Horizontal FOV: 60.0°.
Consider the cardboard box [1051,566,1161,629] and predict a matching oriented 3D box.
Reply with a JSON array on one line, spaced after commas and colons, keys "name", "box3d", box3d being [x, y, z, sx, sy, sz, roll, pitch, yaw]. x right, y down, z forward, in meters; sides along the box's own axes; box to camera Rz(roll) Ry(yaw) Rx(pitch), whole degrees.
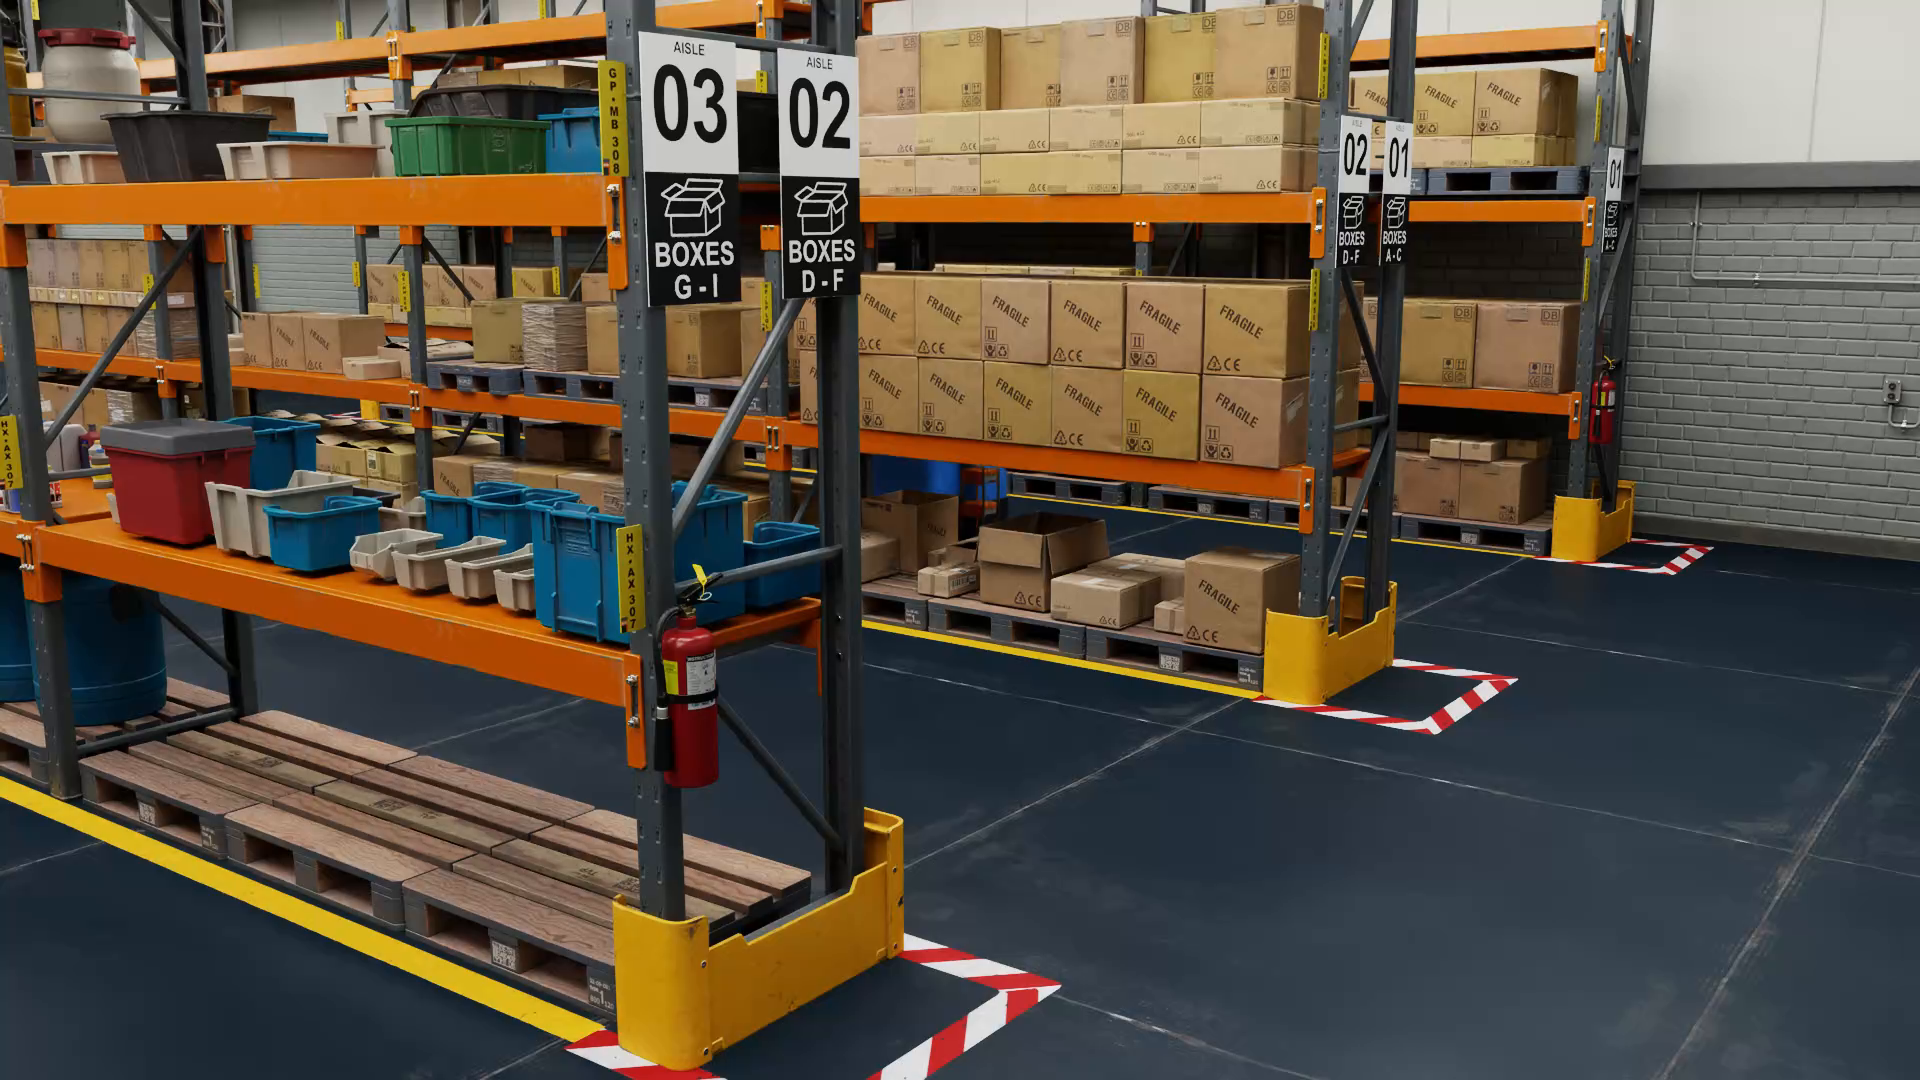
[{"name": "cardboard box", "box3d": [0.910, 0.355, 10.381, 0.500, 0.250, 0.500, 8, 13, 36]}]

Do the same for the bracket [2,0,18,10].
[{"name": "bracket", "box3d": [-16.196, -9.217, 28.502, 0.430, 0.232, 0.235, 8, 13, 36]}]

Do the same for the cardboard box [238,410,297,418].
[{"name": "cardboard box", "box3d": [-6.934, -1.124, 16.598, 0.500, 0.311, 0.500, 8, 13, 36]}]

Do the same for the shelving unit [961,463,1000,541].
[{"name": "shelving unit", "box3d": [0.167, -0.486, 13.780, 0.252, 1.050, 0.215, 10, 15, 41]}]

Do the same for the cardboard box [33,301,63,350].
[{"name": "cardboard box", "box3d": [-9.463, -2.323, 17.877, 0.500, 0.500, 0.700, 8, 14, 36]}]

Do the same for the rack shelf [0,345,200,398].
[{"name": "rack shelf", "box3d": [-9.042, -1.865, 17.669, 4.000, 0.370, 1.077, 8, 13, 36]}]

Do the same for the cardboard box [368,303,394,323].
[{"name": "cardboard box", "box3d": [-7.520, -3.035, 22.162, 0.500, 0.250, 0.500, 7, 13, 34]}]

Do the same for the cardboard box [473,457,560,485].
[{"name": "cardboard box", "box3d": [-3.583, -0.380, 13.519, 0.500, 0.500, 0.500, 7, 13, 33]}]

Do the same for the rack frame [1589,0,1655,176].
[{"name": "rack frame", "box3d": [5.171, -4.349, 12.817, 0.127, 3.000, 1.000, 8, 13, 36]}]

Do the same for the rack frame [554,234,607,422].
[{"name": "rack frame", "box3d": [-4.501, -2.753, 20.360, 0.127, 3.000, 1.000, 8, 13, 36]}]

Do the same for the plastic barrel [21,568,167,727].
[{"name": "plastic barrel", "box3d": [-4.345, 0.424, 8.361, 0.708, 0.901, 0.600, 8, 13, 36]}]

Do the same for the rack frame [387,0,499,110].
[{"name": "rack frame", "box3d": [-4.206, -4.489, 13.544, 0.127, 3.000, 1.000, 8, 13, 36]}]

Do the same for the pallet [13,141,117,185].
[{"name": "pallet", "box3d": [-4.607, -1.790, 7.983, 1.003, 0.211, 1.213, 8, 13, 36]}]

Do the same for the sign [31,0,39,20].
[{"name": "sign", "box3d": [-10.321, -5.968, 18.518, 0.005, 0.325, 0.100, 8, 13, 36]}]

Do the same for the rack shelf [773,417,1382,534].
[{"name": "rack shelf", "box3d": [0.630, -0.516, 10.695, 4.000, 0.370, 1.077, 8, 13, 36]}]

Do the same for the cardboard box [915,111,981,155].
[{"name": "cardboard box", "box3d": [0.063, -2.532, 10.403, 0.500, 0.250, 0.500, 8, 13, 36]}]

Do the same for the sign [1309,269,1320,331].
[{"name": "sign", "box3d": [1.897, -1.286, 8.897, 0.005, 0.325, 0.100, 8, 13, 36]}]

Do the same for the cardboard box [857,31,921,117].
[{"name": "cardboard box", "box3d": [-0.248, -2.980, 10.745, 0.500, 0.500, 0.700, 8, 13, 36]}]

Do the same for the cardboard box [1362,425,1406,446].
[{"name": "cardboard box", "box3d": [3.744, -0.923, 14.671, 0.250, 0.149, 0.380, 8, 14, 36]}]

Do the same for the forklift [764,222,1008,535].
[{"name": "forklift", "box3d": [-1.011, -1.628, 14.728, 3.031, 2.935, 1.130, 10, 15, 41]}]

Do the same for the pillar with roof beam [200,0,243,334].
[{"name": "pillar with roof beam", "box3d": [-14.033, -6.217, 22.473, 0.400, 9.000, 9.100, 8, 13, 36]}]

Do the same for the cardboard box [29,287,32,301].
[{"name": "cardboard box", "box3d": [-9.849, -2.648, 17.847, 0.250, 0.149, 0.380, 8, 13, 35]}]

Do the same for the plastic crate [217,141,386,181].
[{"name": "plastic crate", "box3d": [-2.505, -1.424, 6.292, 0.530, 0.136, 0.437, 8, 13, 36]}]

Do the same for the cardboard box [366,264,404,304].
[{"name": "cardboard box", "box3d": [-7.518, -3.407, 22.111, 0.500, 0.500, 0.500, 8, 14, 36]}]

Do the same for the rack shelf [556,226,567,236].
[{"name": "rack shelf", "box3d": [-2.889, -3.647, 18.982, 4.000, 0.370, 1.077, 8, 13, 36]}]

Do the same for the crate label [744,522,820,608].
[{"name": "crate label", "box3d": [-0.697, 0.088, 5.961, 0.303, 0.233, 0.416, 8, 13, 36]}]

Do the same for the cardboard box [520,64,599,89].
[{"name": "cardboard box", "box3d": [-3.036, -3.392, 12.873, 0.500, 0.500, 0.500, 8, 13, 36]}]

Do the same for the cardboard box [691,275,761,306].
[{"name": "cardboard box", "box3d": [-2.679, -2.756, 18.956, 0.500, 0.500, 0.700, 8, 13, 36]}]

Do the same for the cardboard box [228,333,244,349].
[{"name": "cardboard box", "box3d": [-7.007, -1.871, 16.201, 0.500, 0.250, 0.500, 9, 14, 39]}]

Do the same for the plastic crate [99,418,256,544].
[{"name": "plastic crate", "box3d": [-3.346, -0.259, 7.142, 0.583, 0.464, 0.402, 8, 13, 36]}]

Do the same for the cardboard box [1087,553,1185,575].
[{"name": "cardboard box", "box3d": [1.166, 0.272, 10.806, 0.500, 0.250, 0.500, 8, 13, 36]}]

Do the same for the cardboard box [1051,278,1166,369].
[{"name": "cardboard box", "box3d": [0.892, -1.307, 9.992, 0.500, 0.500, 0.500, 8, 14, 37]}]

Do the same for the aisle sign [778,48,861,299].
[{"name": "aisle sign", "box3d": [-0.459, -1.200, 5.493, 0.004, 0.787, 0.394, 8, 13, 36]}]

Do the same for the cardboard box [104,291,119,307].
[{"name": "cardboard box", "box3d": [-8.399, -2.446, 16.803, 0.250, 0.149, 0.380, 8, 13, 35]}]

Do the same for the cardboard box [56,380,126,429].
[{"name": "cardboard box", "box3d": [-9.146, -1.404, 17.551, 0.500, 0.500, 0.500, 8, 13, 36]}]

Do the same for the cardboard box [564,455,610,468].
[{"name": "cardboard box", "box3d": [-2.896, -0.405, 13.651, 0.500, 0.500, 0.500, 7, 13, 34]}]

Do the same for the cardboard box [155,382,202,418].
[{"name": "cardboard box", "box3d": [-8.026, -1.373, 17.390, 0.500, 0.500, 0.500, 8, 13, 36]}]

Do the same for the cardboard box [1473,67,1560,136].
[{"name": "cardboard box", "box3d": [4.420, -3.466, 13.205, 0.500, 0.500, 0.500, 8, 13, 35]}]

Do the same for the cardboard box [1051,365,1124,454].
[{"name": "cardboard box", "box3d": [0.901, -0.817, 10.093, 0.500, 0.500, 0.500, 8, 14, 36]}]

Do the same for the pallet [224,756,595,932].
[{"name": "pallet", "box3d": [-2.314, 1.246, 7.031, 1.213, 0.211, 1.003, 8, 13, 36]}]

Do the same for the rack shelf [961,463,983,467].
[{"name": "rack shelf", "box3d": [0.167, -0.755, 13.728, 0.240, 0.259, 0.215, 10, 15, 41]}]

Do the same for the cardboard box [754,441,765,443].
[{"name": "cardboard box", "box3d": [-1.888, -1.365, 18.609, 0.500, 0.500, 0.700, 8, 14, 36]}]

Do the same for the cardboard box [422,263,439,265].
[{"name": "cardboard box", "box3d": [-7.219, -3.486, 22.520, 0.500, 0.500, 0.500, 8, 13, 35]}]

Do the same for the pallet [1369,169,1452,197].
[{"name": "pallet", "box3d": [3.579, -3.051, 14.242, 1.213, 0.211, 1.003, 8, 13, 36]}]

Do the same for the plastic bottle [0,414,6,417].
[{"name": "plastic bottle", "box3d": [-5.421, -0.575, 9.412, 0.133, 0.283, 0.061, 8, 13, 36]}]

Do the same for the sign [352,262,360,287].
[{"name": "sign", "box3d": [-8.046, -3.544, 22.173, 0.005, 0.325, 0.100, 8, 13, 36]}]

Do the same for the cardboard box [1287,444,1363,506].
[{"name": "cardboard box", "box3d": [3.304, -0.617, 14.799, 0.500, 0.500, 0.700, 8, 14, 37]}]

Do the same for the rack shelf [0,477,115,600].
[{"name": "rack shelf", "box3d": [-5.529, -0.208, 9.102, 4.000, 0.370, 1.077, 8, 13, 36]}]

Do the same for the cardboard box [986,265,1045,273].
[{"name": "cardboard box", "box3d": [0.602, -2.556, 16.271, 0.500, 0.250, 0.500, 8, 14, 37]}]

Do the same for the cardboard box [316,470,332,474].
[{"name": "cardboard box", "box3d": [-5.596, -0.536, 15.039, 0.500, 0.250, 0.500, 8, 14, 37]}]

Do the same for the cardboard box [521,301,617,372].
[{"name": "cardboard box", "box3d": [-3.008, -1.614, 13.105, 0.700, 0.500, 0.500, -10, 15, -42]}]

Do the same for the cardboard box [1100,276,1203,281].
[{"name": "cardboard box", "box3d": [1.214, -1.390, 10.419, 0.500, 0.500, 0.500, 8, 14, 36]}]

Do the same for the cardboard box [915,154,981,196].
[{"name": "cardboard box", "box3d": [0.066, -2.288, 10.455, 0.500, 0.250, 0.500, 8, 13, 36]}]
